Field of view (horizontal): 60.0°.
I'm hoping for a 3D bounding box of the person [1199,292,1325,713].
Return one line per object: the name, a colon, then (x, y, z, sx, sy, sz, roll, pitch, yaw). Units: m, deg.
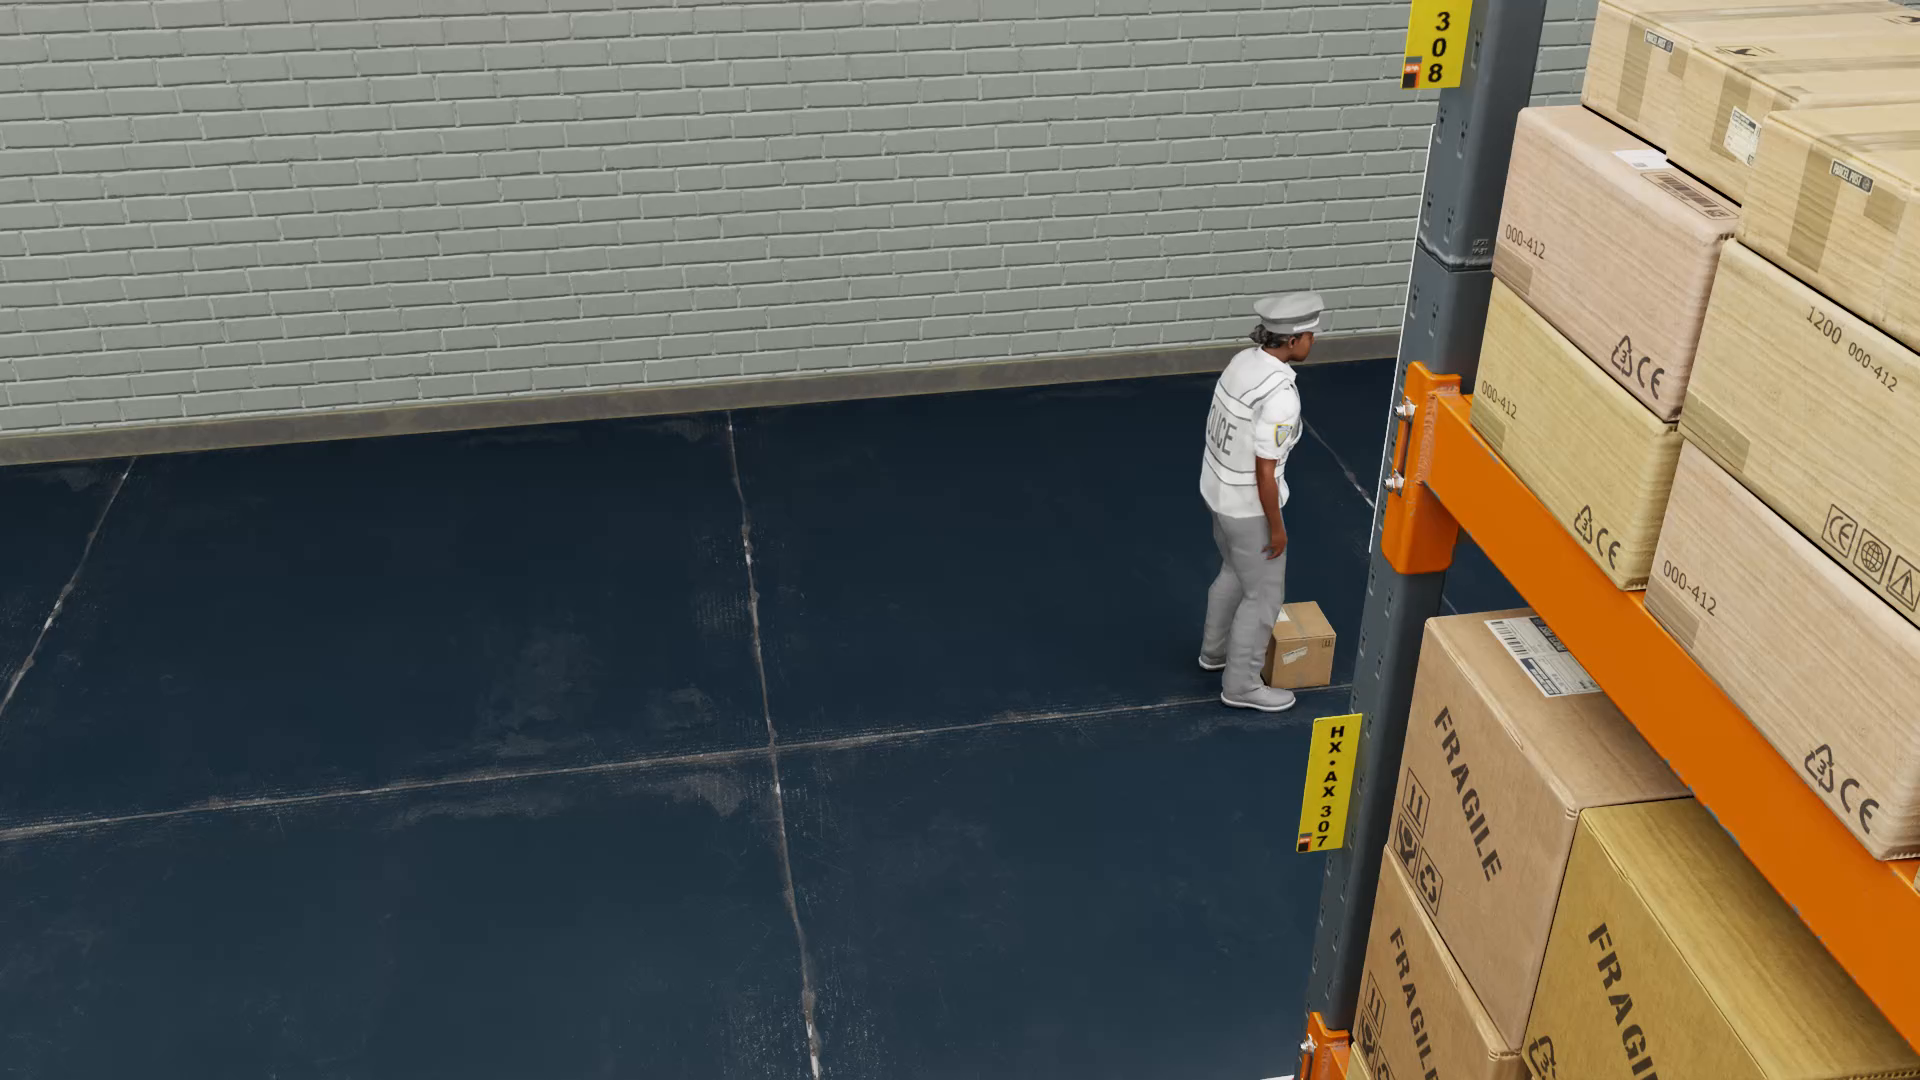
person: (1.130, -0.142, 6.373, 0.397, 1.656, 0.503, -5, 31, -9)
